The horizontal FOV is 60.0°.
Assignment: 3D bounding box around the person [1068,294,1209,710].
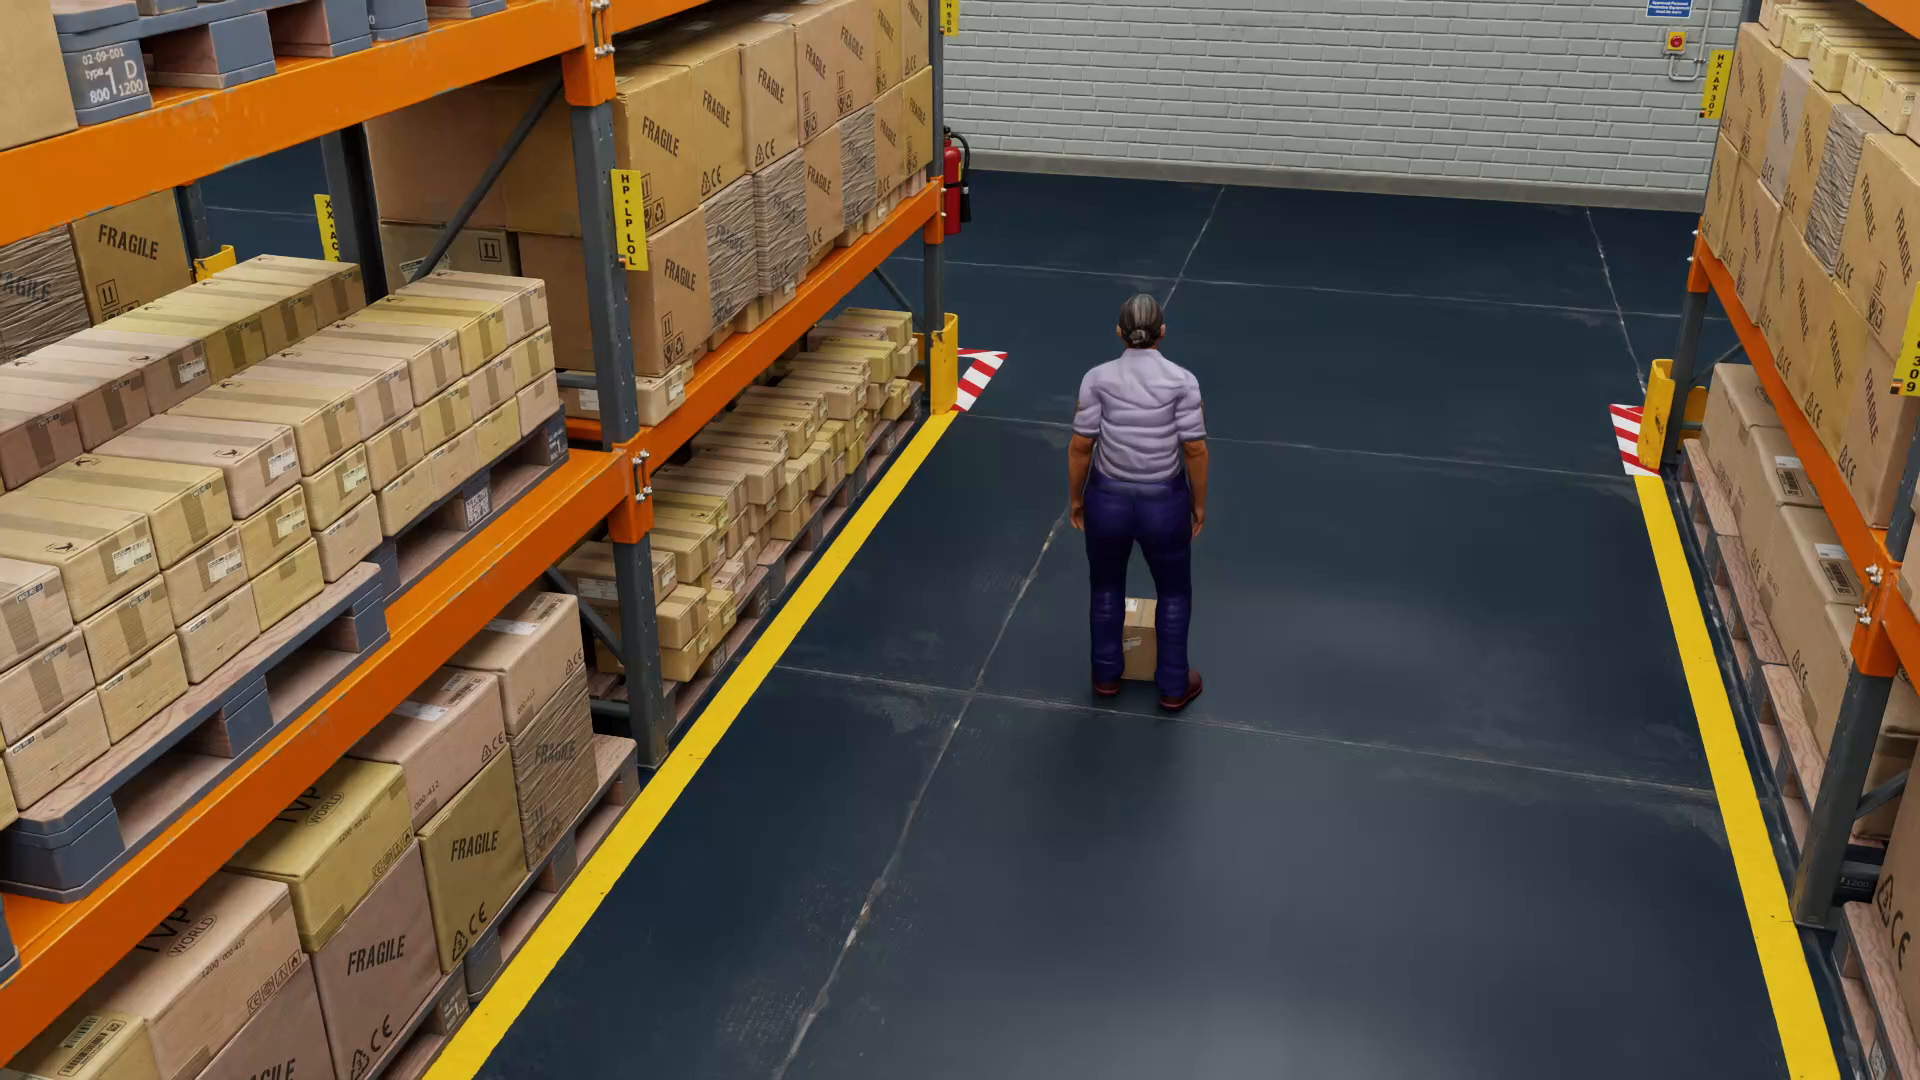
[{"bbox_3d":[0.698,-0.132,6.400,0.562,1.647,0.426,5,26,10],"label":"person"}]
